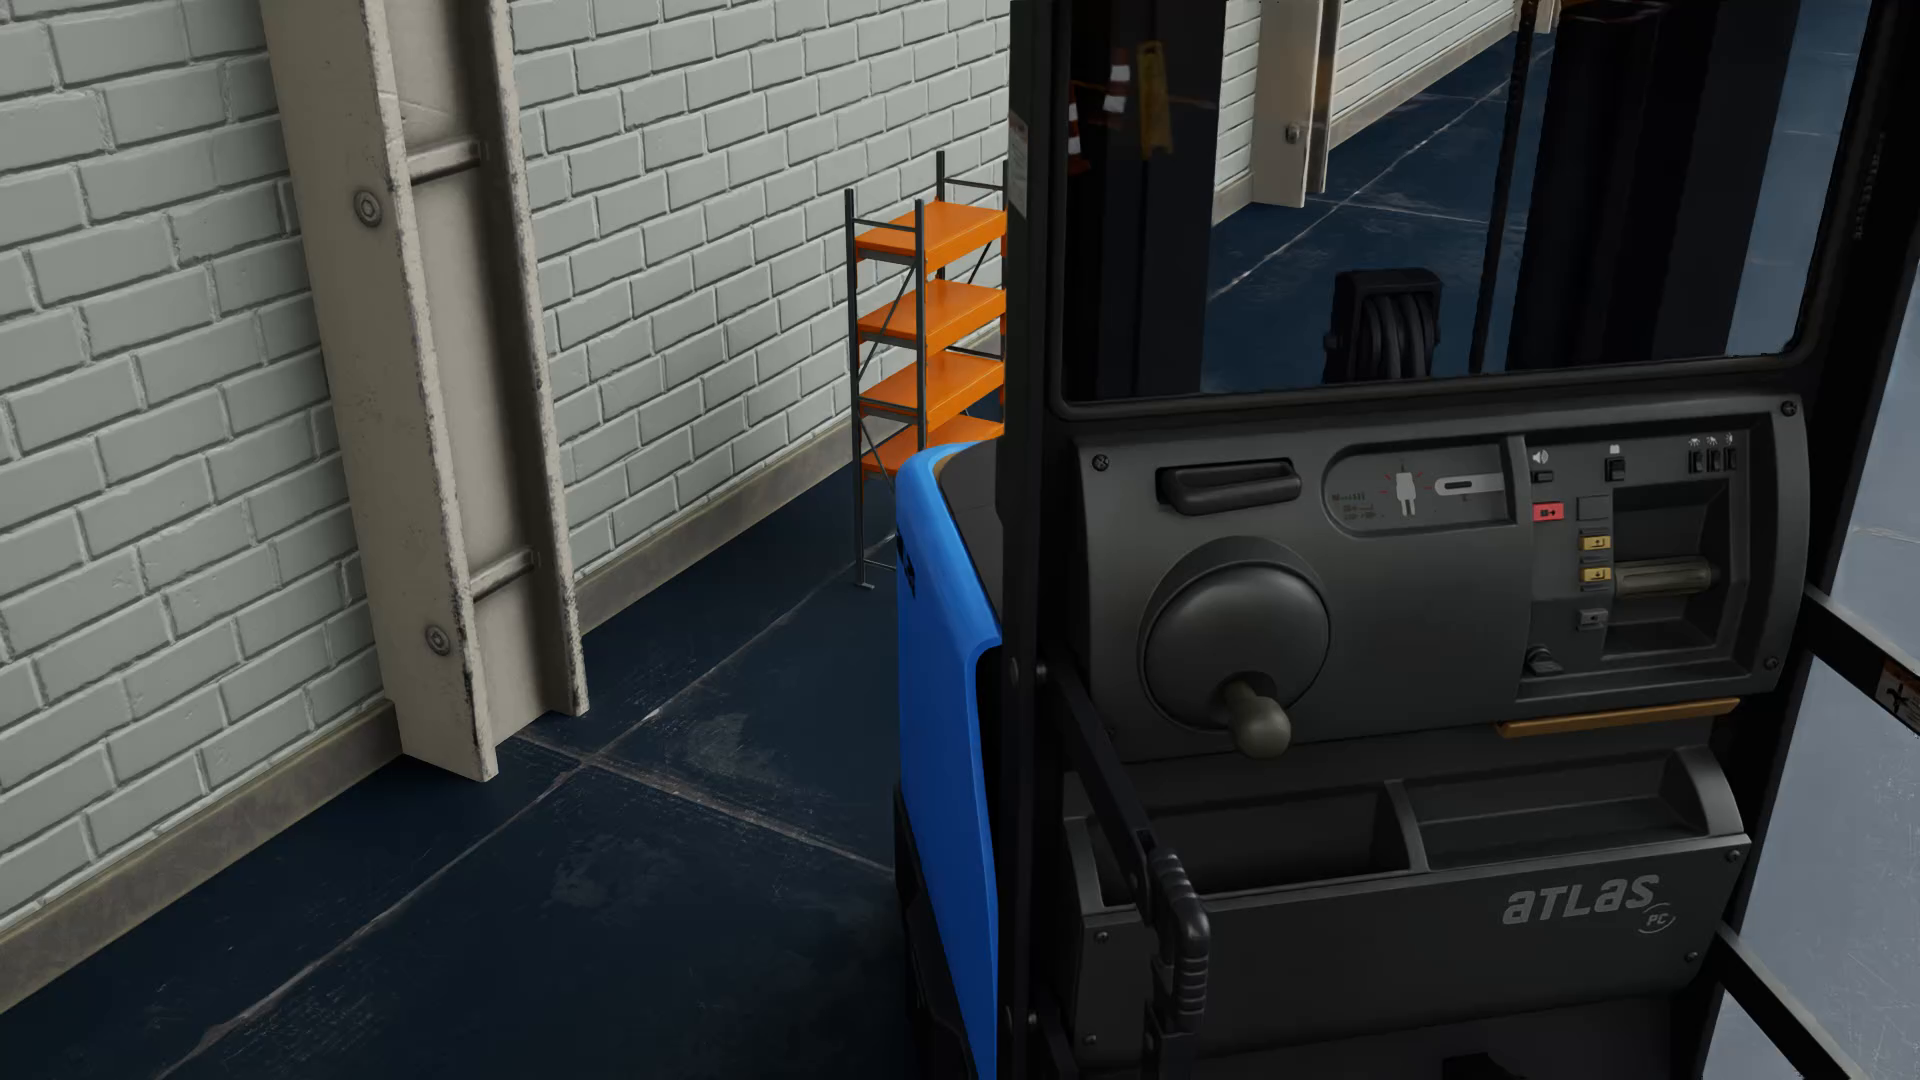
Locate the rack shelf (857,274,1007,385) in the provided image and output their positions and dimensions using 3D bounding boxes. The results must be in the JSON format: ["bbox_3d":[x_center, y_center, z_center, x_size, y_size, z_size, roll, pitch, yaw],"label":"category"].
[{"bbox_3d":[-0.081,-0.612,4.783,0.258,0.148,0.480,14,30,26],"label":"rack shelf"}]

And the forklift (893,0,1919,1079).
[{"bbox_3d":[0.641,0.072,1.831,1.130,2.935,3.031,-5,27,-10],"label":"forklift"}]

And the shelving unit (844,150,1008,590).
[{"bbox_3d":[-0.081,-0.472,4.853,0.258,1.200,0.503,14,30,26],"label":"shelving unit"}]

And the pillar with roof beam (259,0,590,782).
[{"bbox_3d":[2.548,-2.593,0.377,9.100,9.000,0.400,14,30,26],"label":"pillar with roof beam"}]

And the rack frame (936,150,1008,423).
[{"bbox_3d":[0.039,-0.567,5.043,0.240,1.200,0.015,14,30,26],"label":"rack frame"}]

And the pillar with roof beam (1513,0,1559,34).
[{"bbox_3d":[8.451,-7.270,9.719,9.100,9.000,0.400,14,30,26],"label":"pillar with roof beam"}]

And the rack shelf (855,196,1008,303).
[{"bbox_3d":[-0.081,-0.823,4.677,0.258,0.148,0.480,14,30,26],"label":"rack shelf"}]

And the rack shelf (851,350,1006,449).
[{"bbox_3d":[-0.081,-0.412,4.883,0.258,0.148,0.480,14,30,26],"label":"rack shelf"}]

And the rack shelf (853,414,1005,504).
[{"bbox_3d":[-0.081,-0.234,4.972,0.258,0.148,0.480,14,30,26],"label":"rack shelf"}]

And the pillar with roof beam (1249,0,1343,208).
[{"bbox_3d":[5.499,-4.931,5.048,9.100,9.000,0.400,14,30,26],"label":"pillar with roof beam"}]

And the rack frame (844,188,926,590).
[{"bbox_3d":[-0.201,-0.377,4.663,0.240,1.200,0.015,14,30,26],"label":"rack frame"}]
